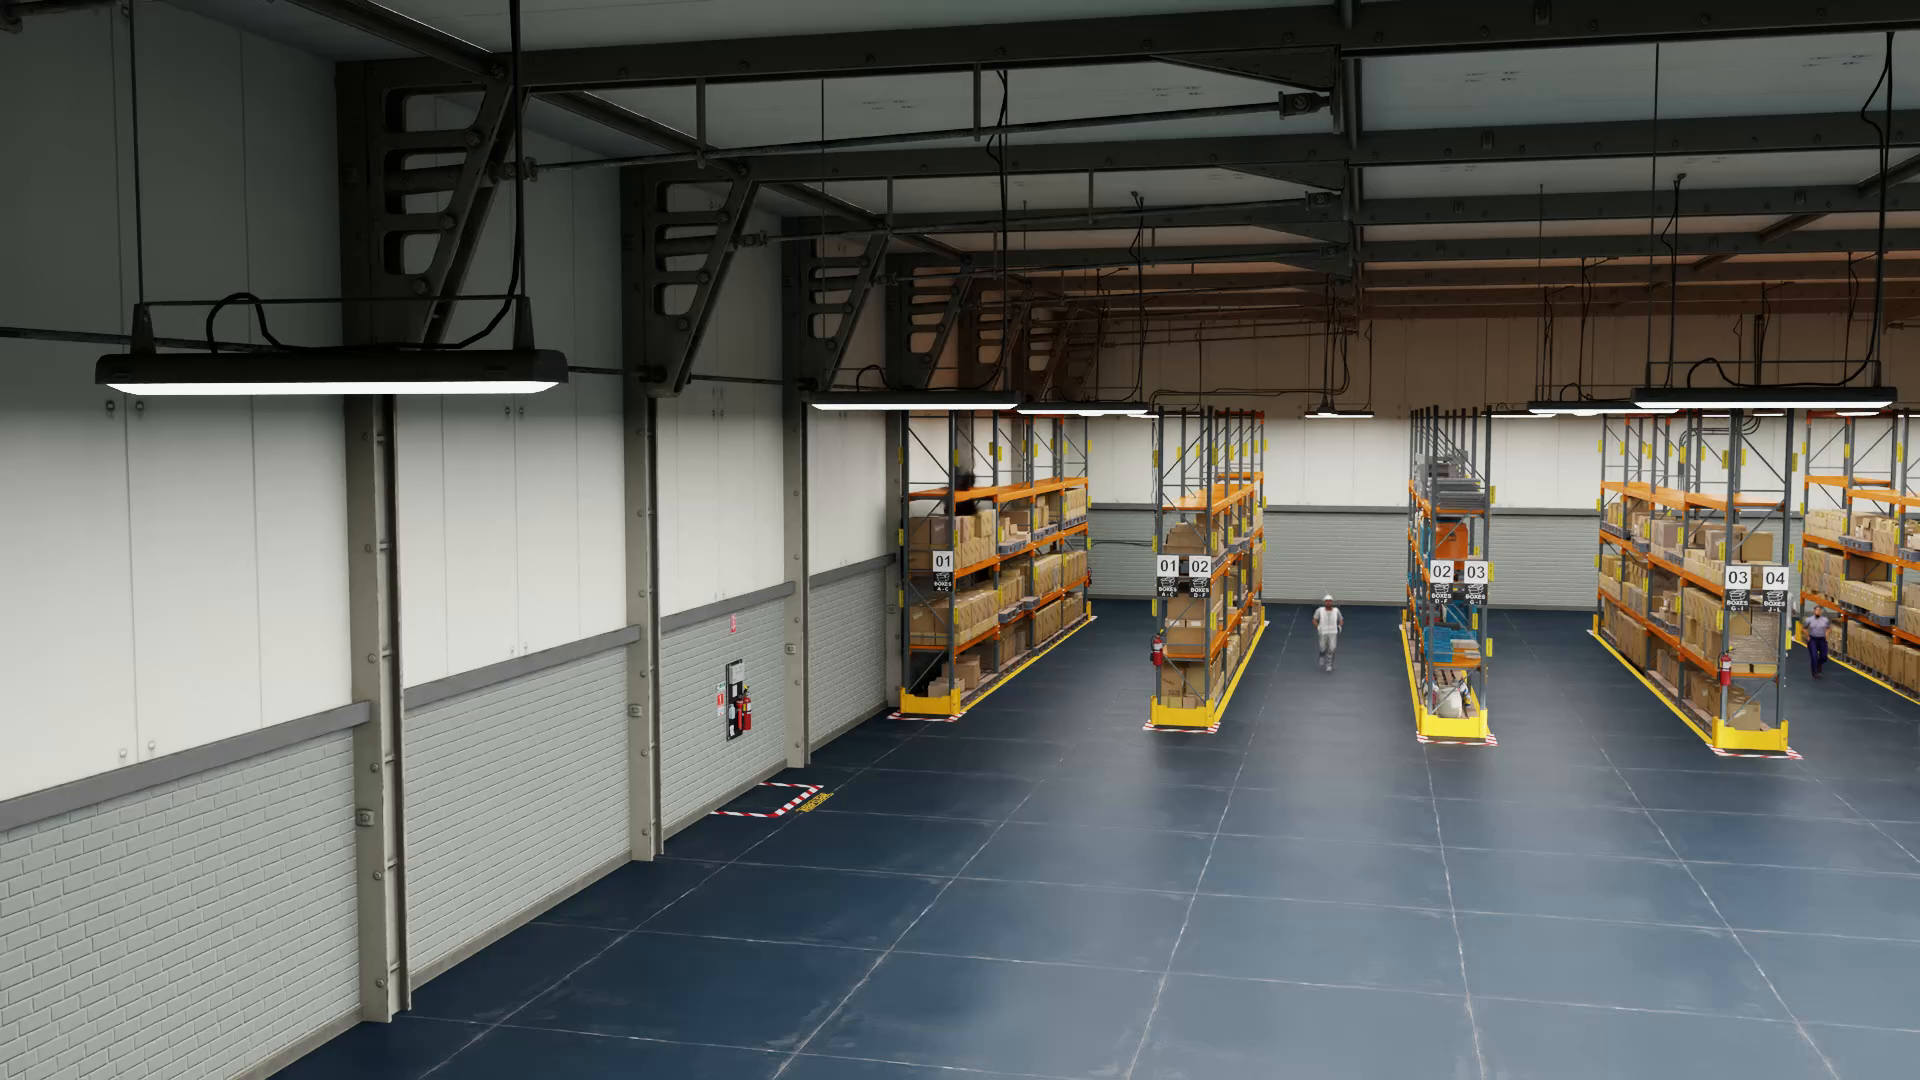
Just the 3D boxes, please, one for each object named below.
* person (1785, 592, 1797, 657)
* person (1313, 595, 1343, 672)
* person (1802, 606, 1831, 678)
[{"bbox_3d":[20.105,1.924,40.726,0.719,1.783,1.001,1,4,11],"label":"person"},{"bbox_3d":[8.421,2.130,38.017,0.682,1.732,0.625,0,4,7],"label":"person"},{"bbox_3d":[19.106,2.268,37.093,0.594,1.593,0.537,1,4,17],"label":"person"}]
